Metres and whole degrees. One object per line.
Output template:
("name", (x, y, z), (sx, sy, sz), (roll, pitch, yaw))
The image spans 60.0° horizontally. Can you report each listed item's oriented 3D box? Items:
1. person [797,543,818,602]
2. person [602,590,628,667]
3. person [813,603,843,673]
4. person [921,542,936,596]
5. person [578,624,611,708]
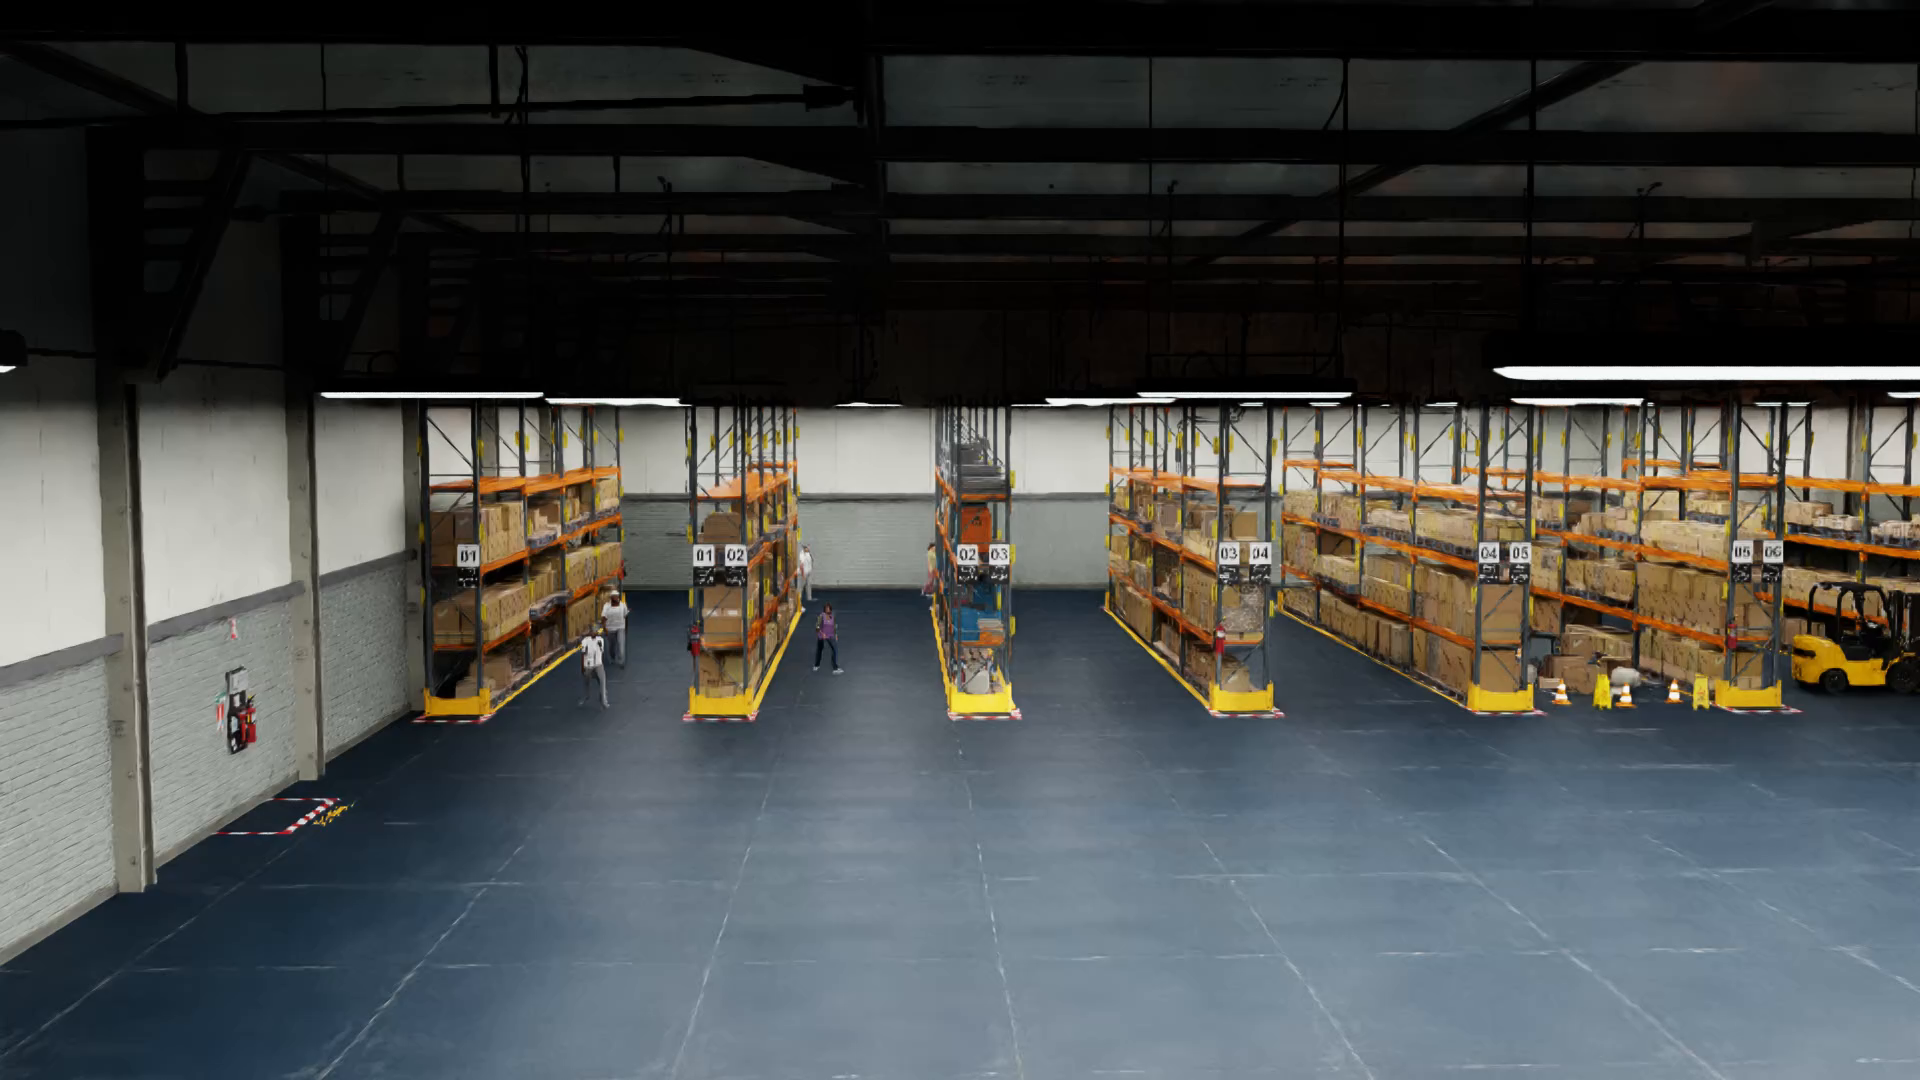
("person", (-4.586, 0.969, 49.251), (0.496, 1.756, 0.660), (2, 5, 25))
("person", (-7.673, 1.951, 36.990), (0.571, 1.708, 1.033), (-1, 5, -10))
("person", (-2.902, 2.103, 36.146), (0.561, 1.524, 0.788), (-2, 5, -20))
("person", (-0.945, 0.886, 50.764), (0.437, 1.667, 0.623), (2, 5, 25))
("person", (-7.050, 2.400, 31.956), (0.494, 1.624, 0.936), (-2, 5, -25))
